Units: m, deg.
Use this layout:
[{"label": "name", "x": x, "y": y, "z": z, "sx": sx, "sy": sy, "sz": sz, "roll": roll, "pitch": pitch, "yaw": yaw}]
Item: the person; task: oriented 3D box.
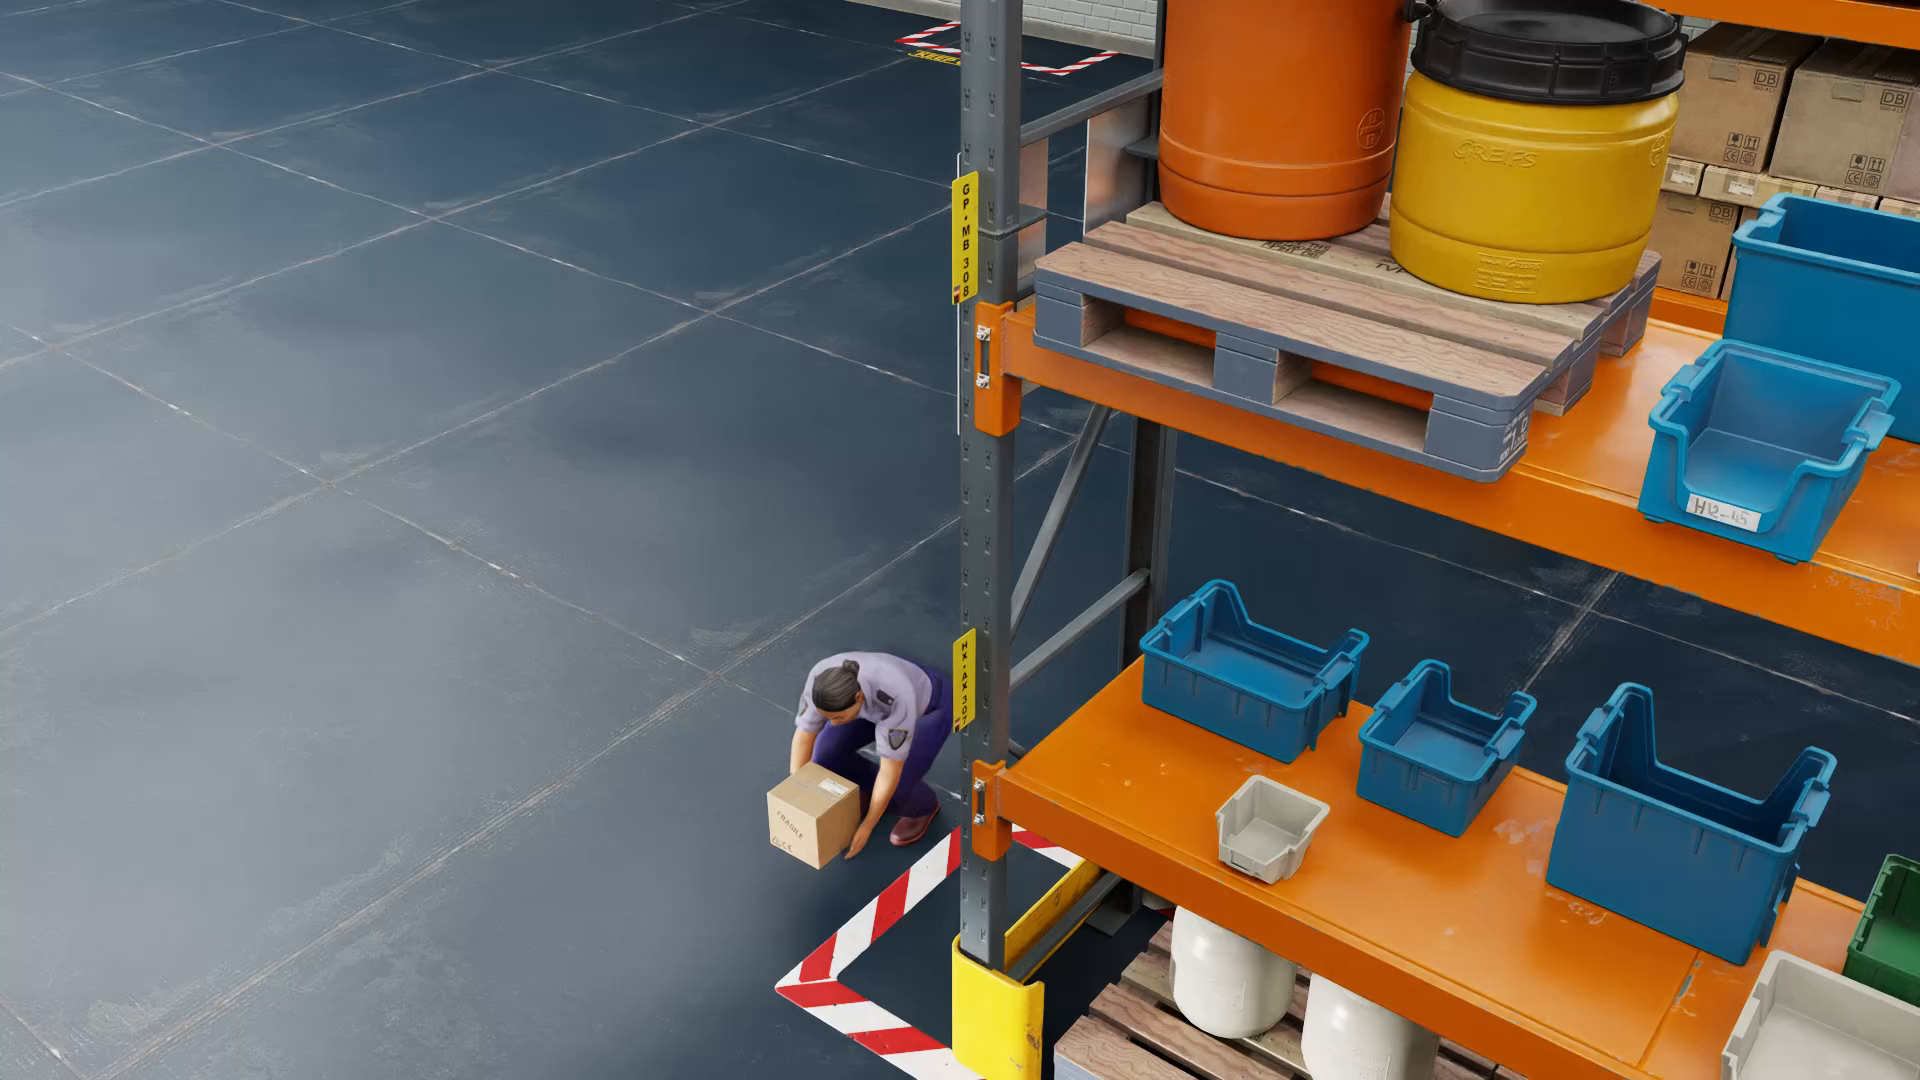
[{"label": "person", "x": -0.335, "y": 0.763, "z": 6.536, "sx": 0.528, "sy": 0.979, "sz": 0.817, "roll": 19, "pitch": 36, "yaw": 29}]
